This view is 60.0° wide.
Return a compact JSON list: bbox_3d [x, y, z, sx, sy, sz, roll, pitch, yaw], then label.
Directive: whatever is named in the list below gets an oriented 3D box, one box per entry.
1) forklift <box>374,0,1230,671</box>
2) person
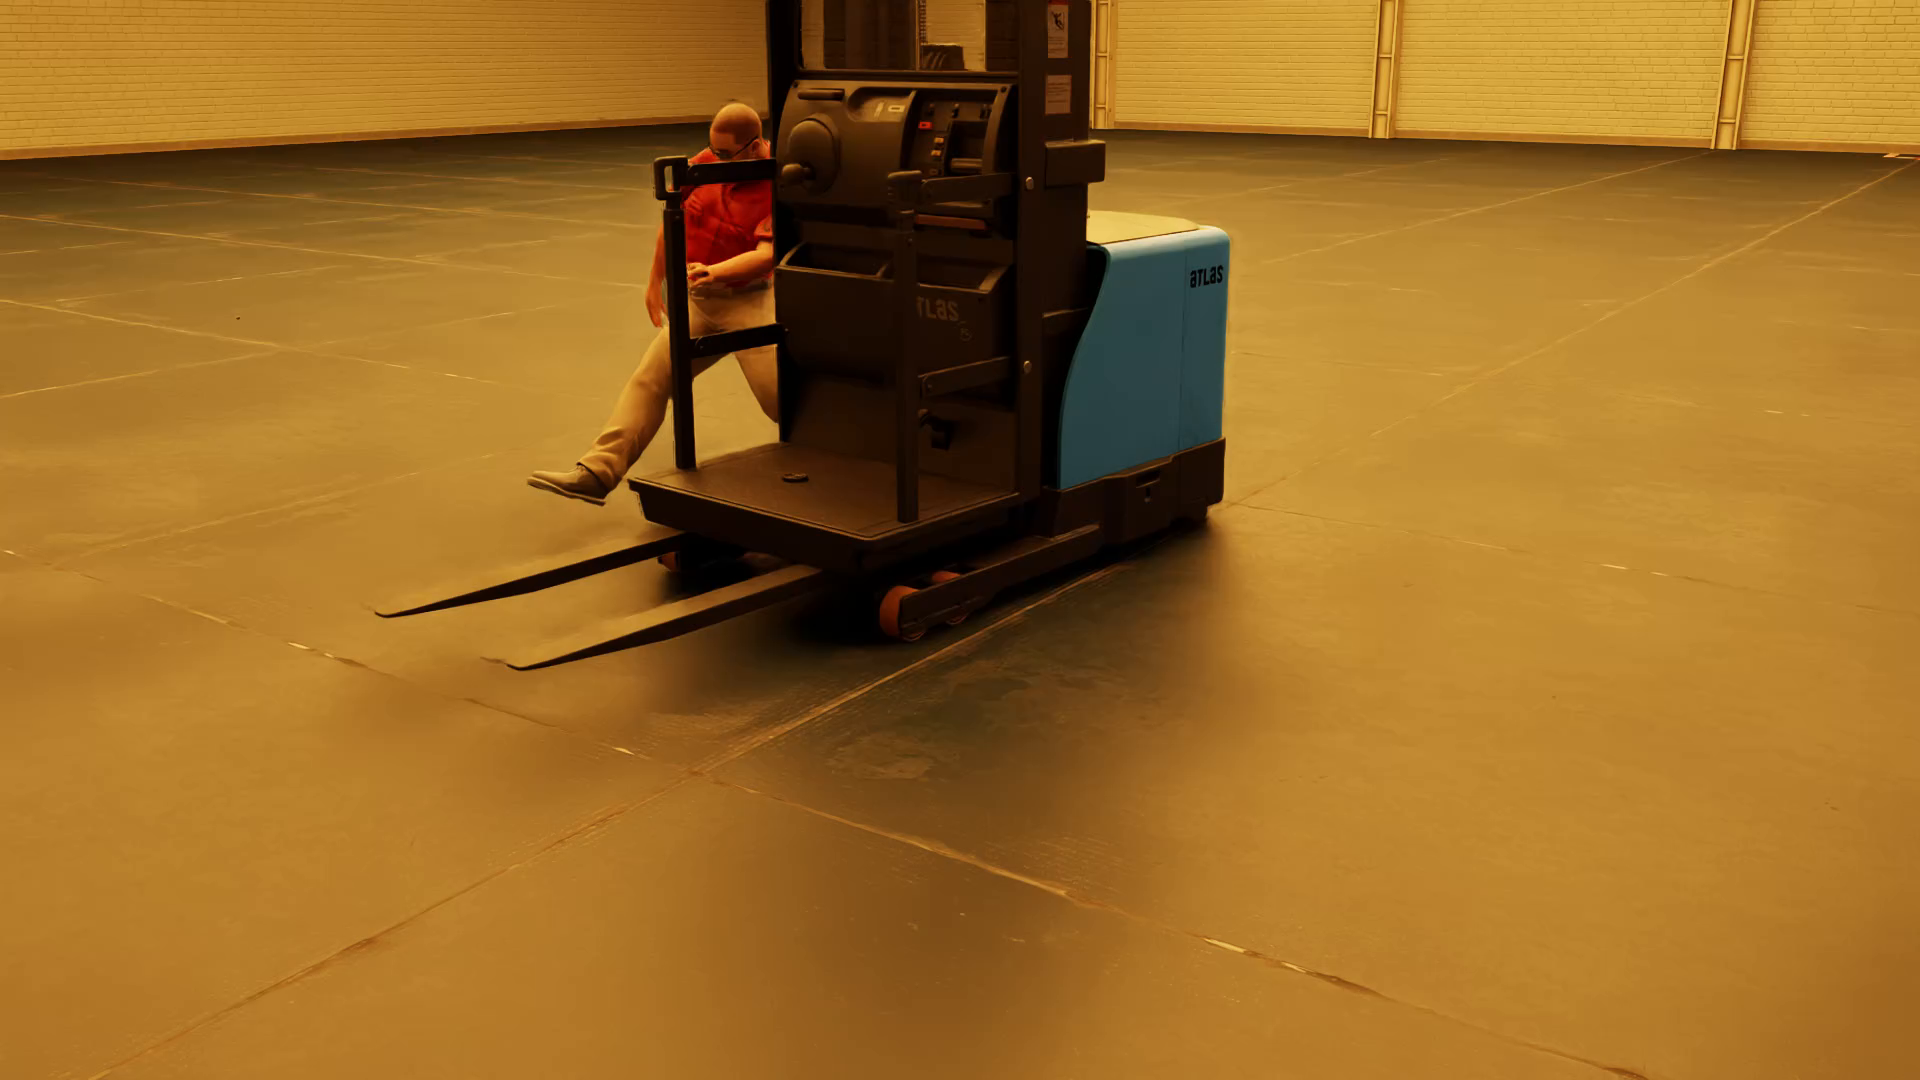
[{"bbox_3d":[-0.358,-1.264,5.058,1.130,2.935,3.031,14,21,38],"label":"forklift"},{"bbox_3d":[-0.885,-0.821,5.942,1.045,1.428,1.097,11,20,31],"label":"person"}]
